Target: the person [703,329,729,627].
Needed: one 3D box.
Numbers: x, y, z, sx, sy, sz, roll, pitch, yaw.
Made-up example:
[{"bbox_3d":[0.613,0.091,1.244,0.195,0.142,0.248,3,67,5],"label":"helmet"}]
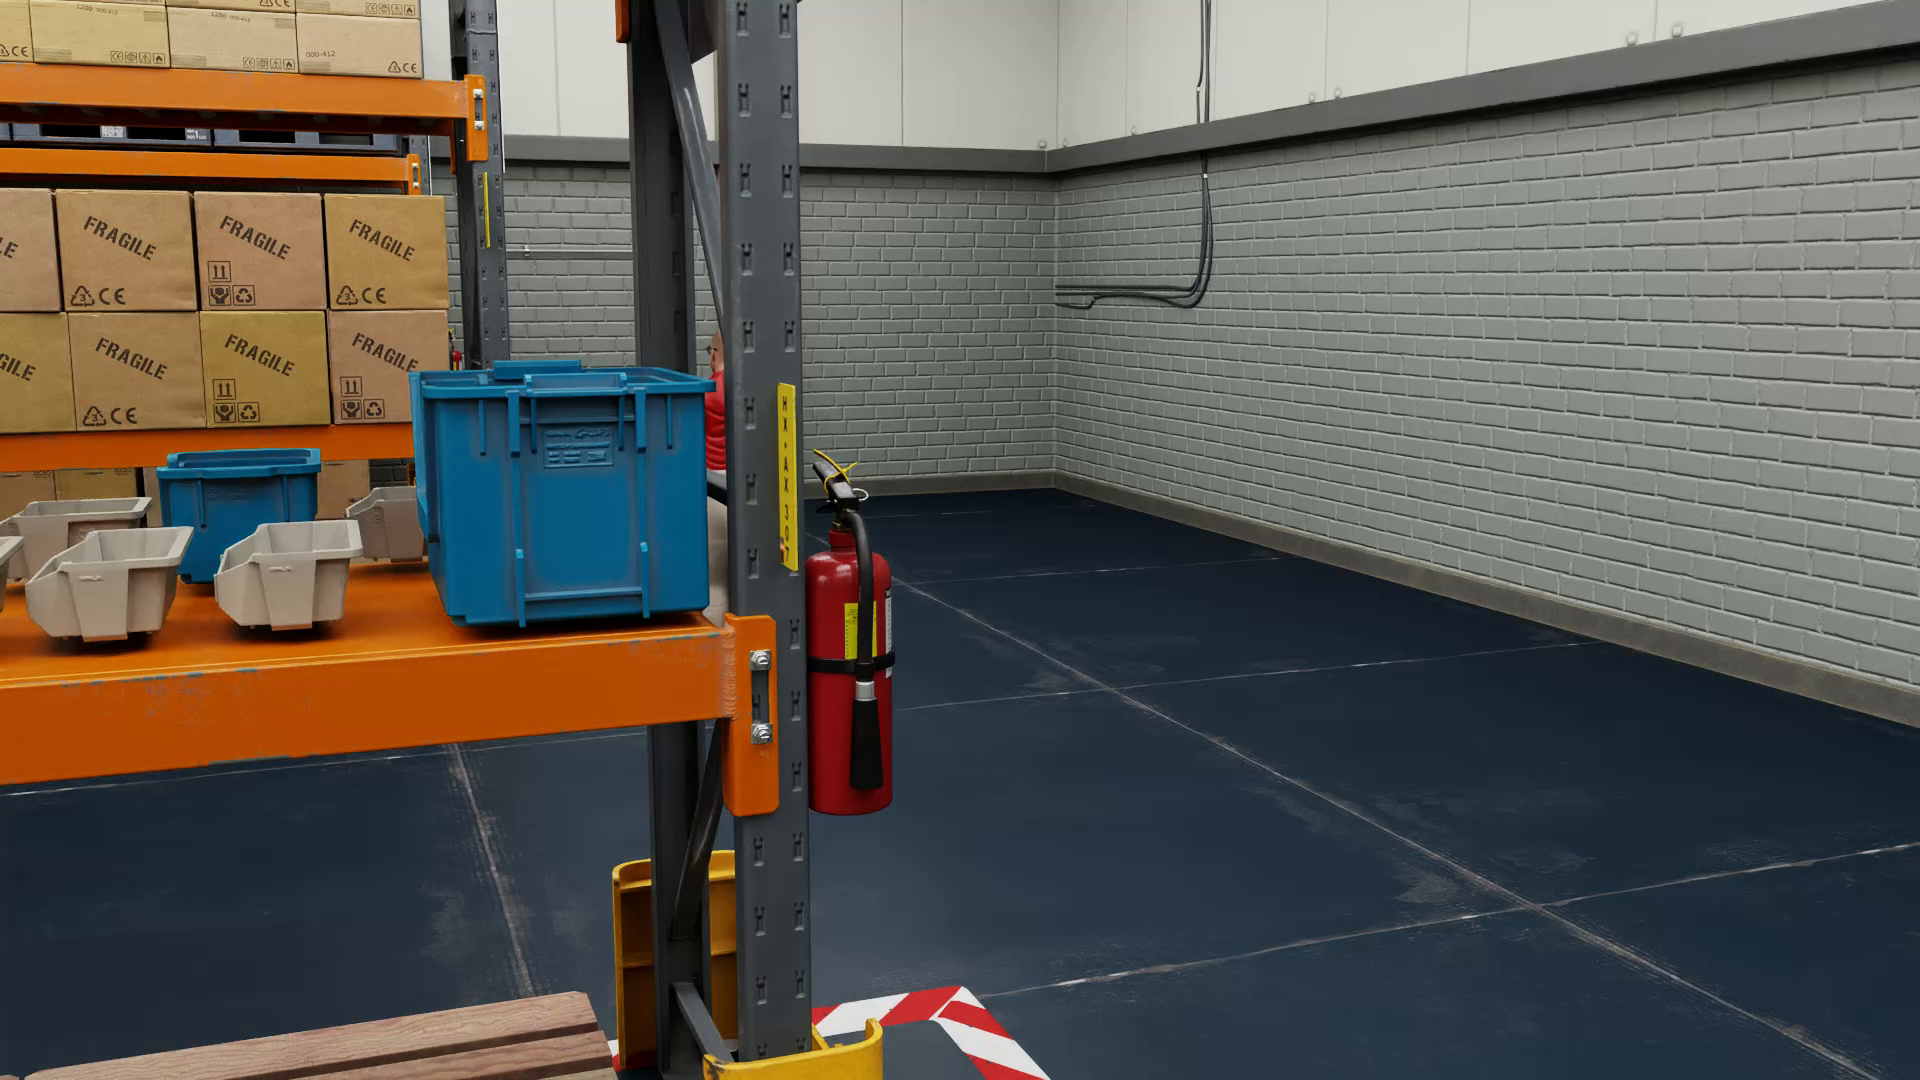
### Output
[{"bbox_3d":[-1.112,-0.197,7.959,0.490,1.647,0.541,-4,10,-24],"label":"person"}]
